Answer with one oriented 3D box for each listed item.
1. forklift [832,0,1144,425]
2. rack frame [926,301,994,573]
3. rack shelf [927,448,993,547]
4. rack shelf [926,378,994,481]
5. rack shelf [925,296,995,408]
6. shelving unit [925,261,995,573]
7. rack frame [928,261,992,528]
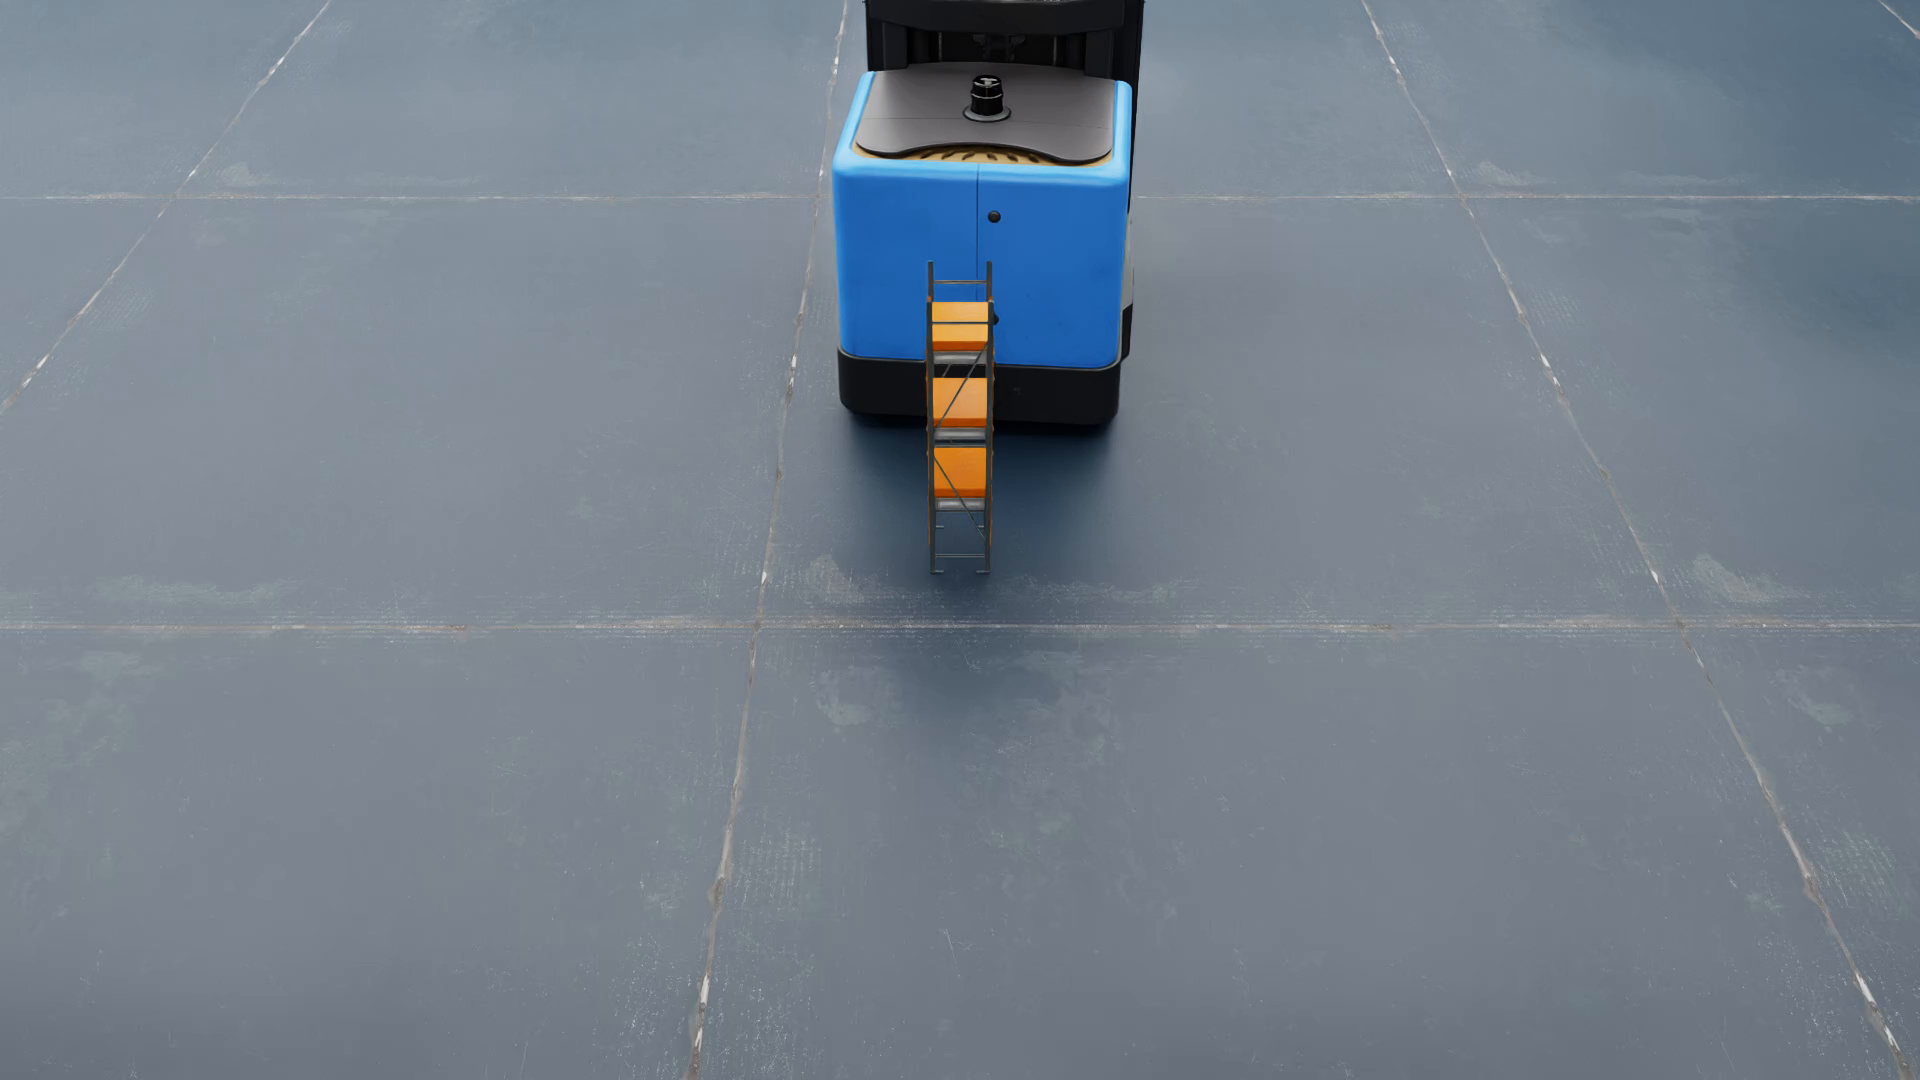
[{"bbox_3d":[0.197,-2.481,6.502,1.130,2.935,3.031,3,39,4],"label":"forklift"},{"bbox_3d":[0.000,-0.300,5.285,0.200,1.050,0.008,0,39,0],"label":"rack frame"},{"bbox_3d":[0.000,-0.151,5.560,0.215,0.259,0.240,0,39,0],"label":"rack shelf"},{"bbox_3d":[0.000,-0.368,5.387,0.215,0.259,0.240,0,39,0],"label":"rack shelf"},{"bbox_3d":[0.000,-0.589,5.209,0.215,0.259,0.240,0,39,0],"label":"rack shelf"},{"bbox_3d":[0.000,-0.376,5.380,0.215,1.050,0.252,0,39,0],"label":"shelving unit"},{"bbox_3d":[0.000,-0.453,5.475,0.200,1.050,0.008,0,39,0],"label":"rack frame"}]
